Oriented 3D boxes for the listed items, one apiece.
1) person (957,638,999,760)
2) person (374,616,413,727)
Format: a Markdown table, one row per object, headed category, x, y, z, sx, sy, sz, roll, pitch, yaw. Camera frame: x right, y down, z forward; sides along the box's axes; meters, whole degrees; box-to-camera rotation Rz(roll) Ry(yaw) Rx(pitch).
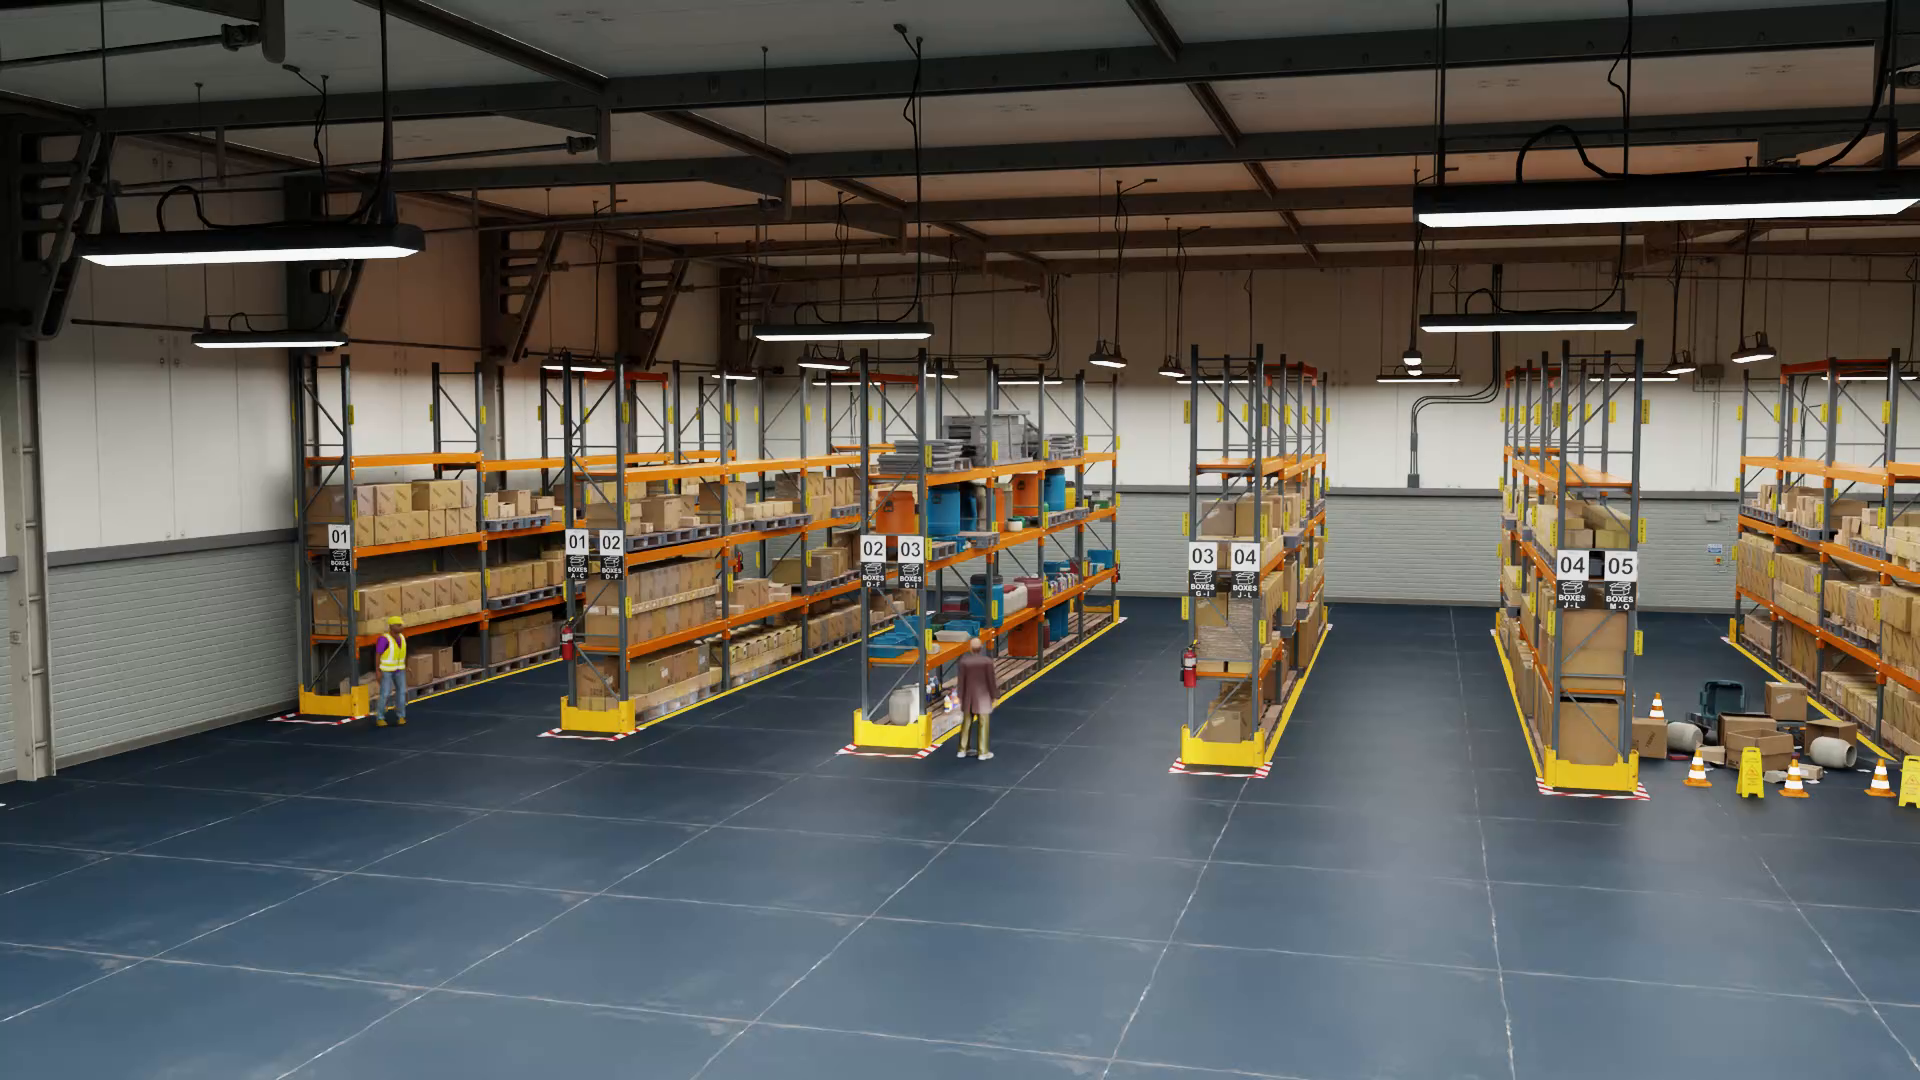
| category | x | y | z | sx | sy | sz | roll | pitch | yaw |
| --- | --- | --- | --- | --- | --- | --- | --- | --- | --- |
| person | 0.255 | 2.306 | 24.237 | 0.589 | 1.761 | 0.452 | 3 | 5 | 36 |
| person | -9.169 | 2.106 | 26.880 | 0.444 | 1.763 | 0.680 | 3 | 5 | 36 |
